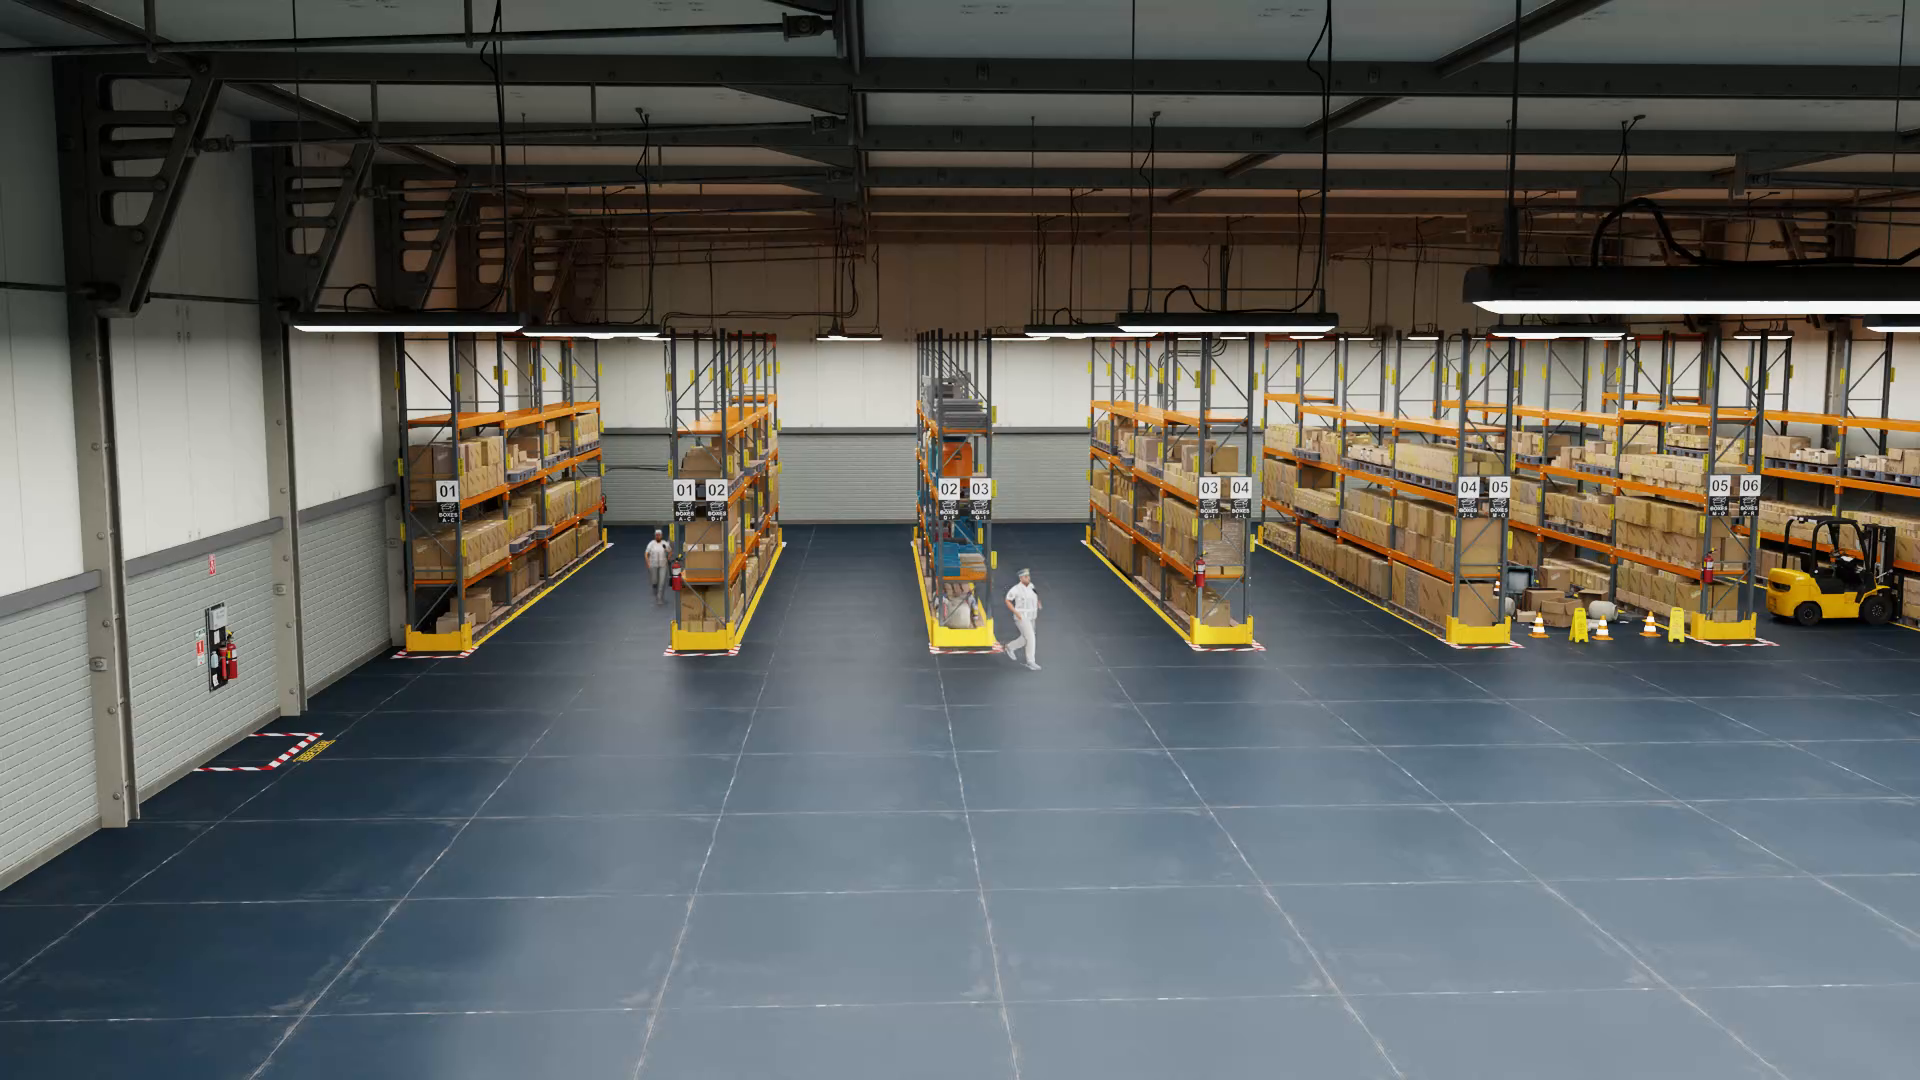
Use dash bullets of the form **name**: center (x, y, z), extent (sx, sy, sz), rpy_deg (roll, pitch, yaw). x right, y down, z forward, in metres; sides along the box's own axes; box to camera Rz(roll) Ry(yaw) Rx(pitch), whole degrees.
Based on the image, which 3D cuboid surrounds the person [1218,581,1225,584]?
- **person**: center (6.270, 0.127, 40.112), extent (0.707, 1.770, 0.972), rpy_deg (-1, 7, -8)

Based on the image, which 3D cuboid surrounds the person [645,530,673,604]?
- **person**: center (-6.689, 0.579, 36.978), extent (0.614, 1.631, 0.575), rpy_deg (-1, 7, -9)

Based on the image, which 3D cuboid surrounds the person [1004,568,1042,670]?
- **person**: center (1.128, 1.378, 29.550), extent (0.843, 1.791, 0.653), rpy_deg (6, 9, 40)

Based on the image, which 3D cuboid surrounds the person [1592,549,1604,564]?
- **person**: center (16.623, -0.206, 43.071), extent (0.686, 1.722, 0.589), rpy_deg (-1, 7, -6)
